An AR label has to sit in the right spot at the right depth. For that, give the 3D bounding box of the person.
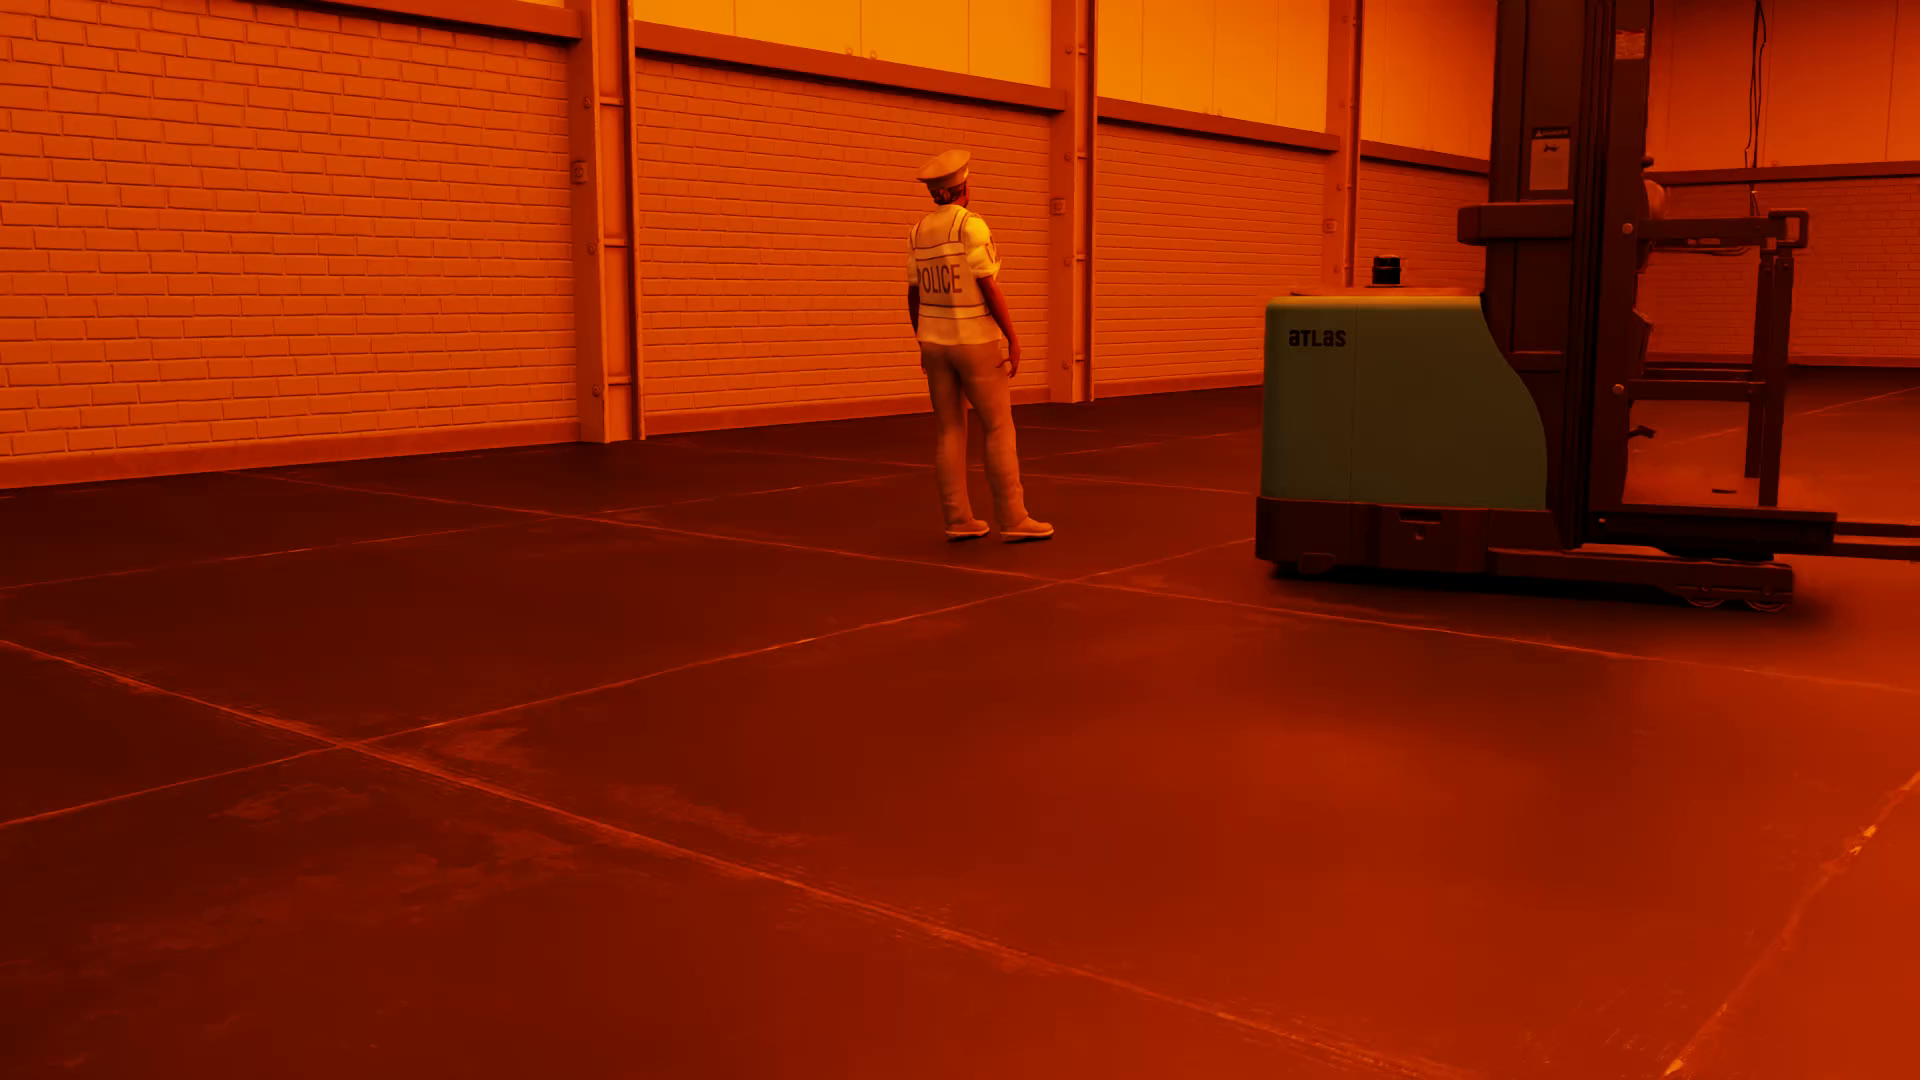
[{"bbox_3d":[0.062,-0.853,7.327,0.570,1.697,0.528,7,11,38],"label":"person"}]

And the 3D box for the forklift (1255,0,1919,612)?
[{"bbox_3d":[2.714,-1.289,6.094,3.031,2.935,1.130,3,9,22],"label":"forklift"}]
